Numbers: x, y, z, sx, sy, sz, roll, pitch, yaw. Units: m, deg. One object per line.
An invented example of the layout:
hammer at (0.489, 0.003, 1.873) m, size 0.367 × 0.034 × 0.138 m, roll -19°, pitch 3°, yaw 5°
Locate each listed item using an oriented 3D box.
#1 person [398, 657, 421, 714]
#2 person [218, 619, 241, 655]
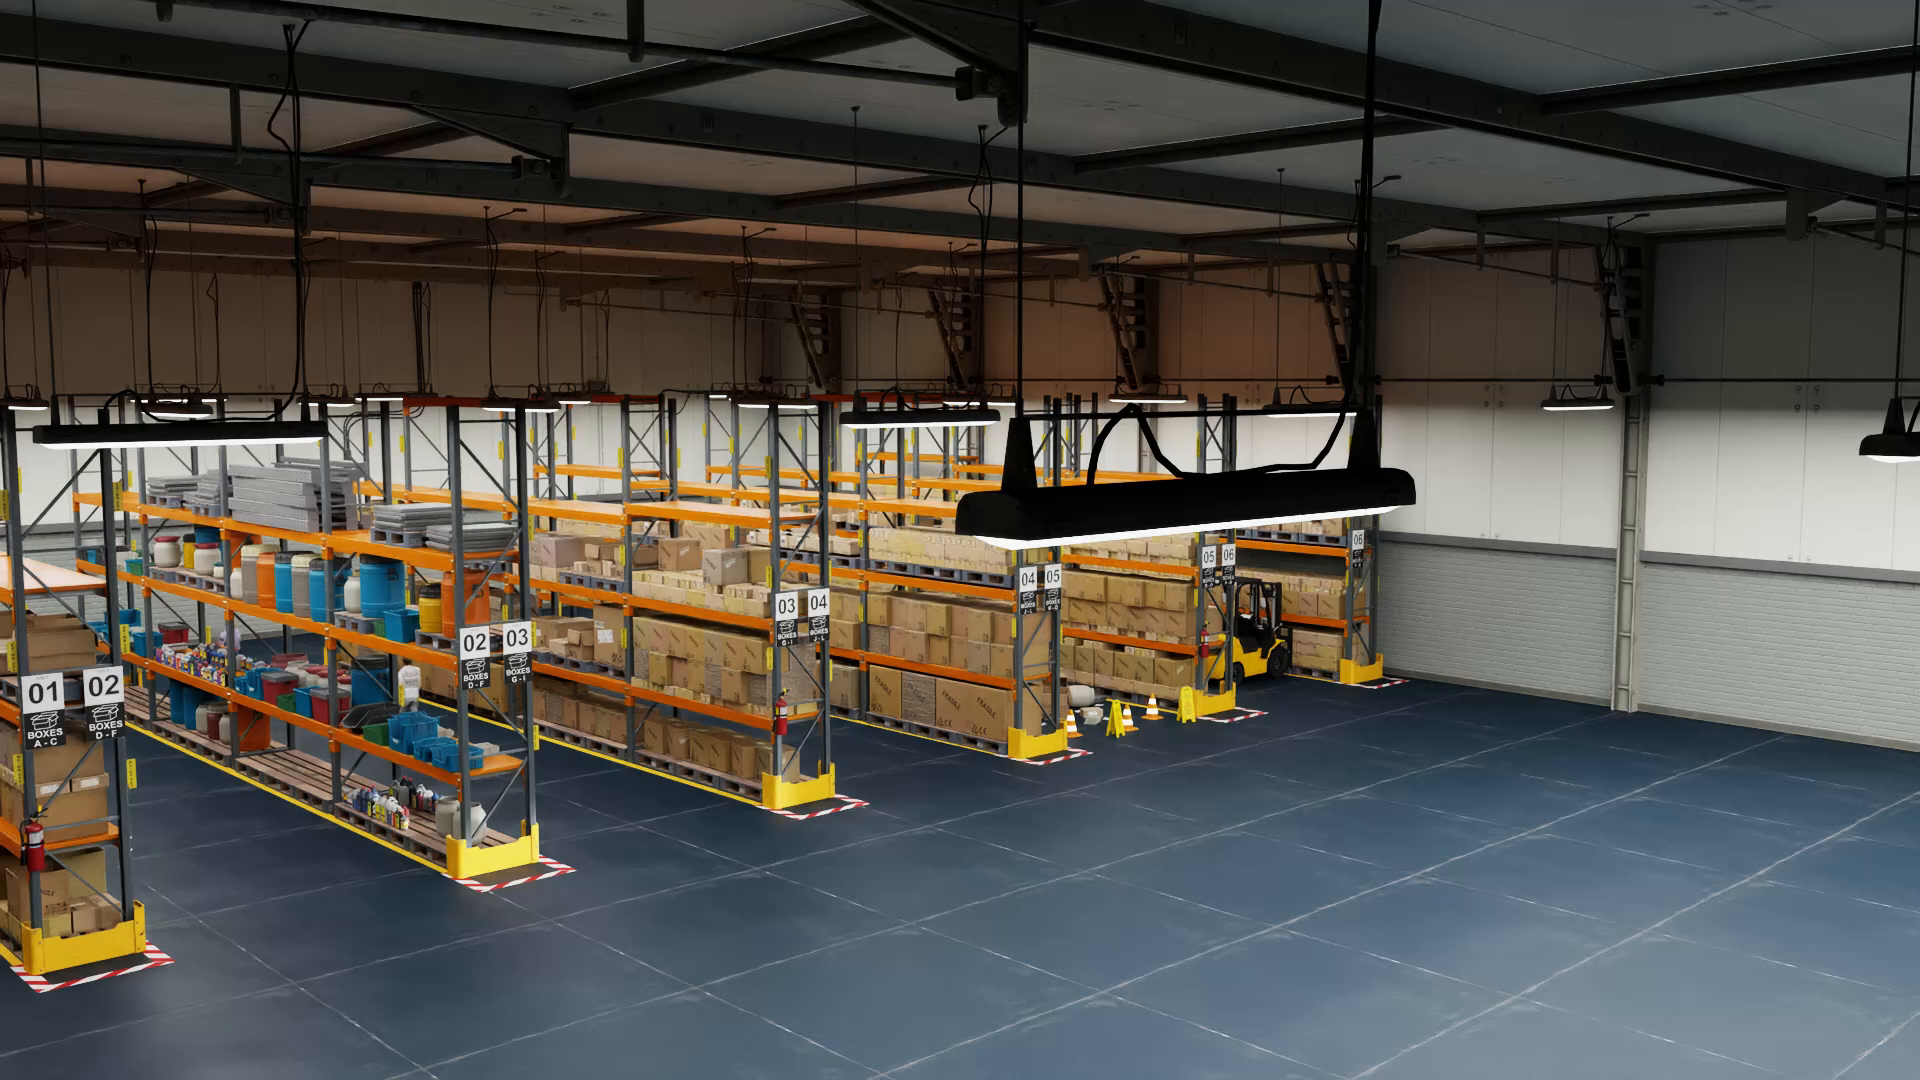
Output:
person at (-9.499, 2.730, 28.634) m, size 0.810 × 1.636 × 0.522 m, roll 5°, pitch 8°, yaw 44°
person at (-14.458, 2.351, 32.885) m, size 0.988 × 1.665 × 0.492 m, roll 5°, pitch 8°, yaw 44°
